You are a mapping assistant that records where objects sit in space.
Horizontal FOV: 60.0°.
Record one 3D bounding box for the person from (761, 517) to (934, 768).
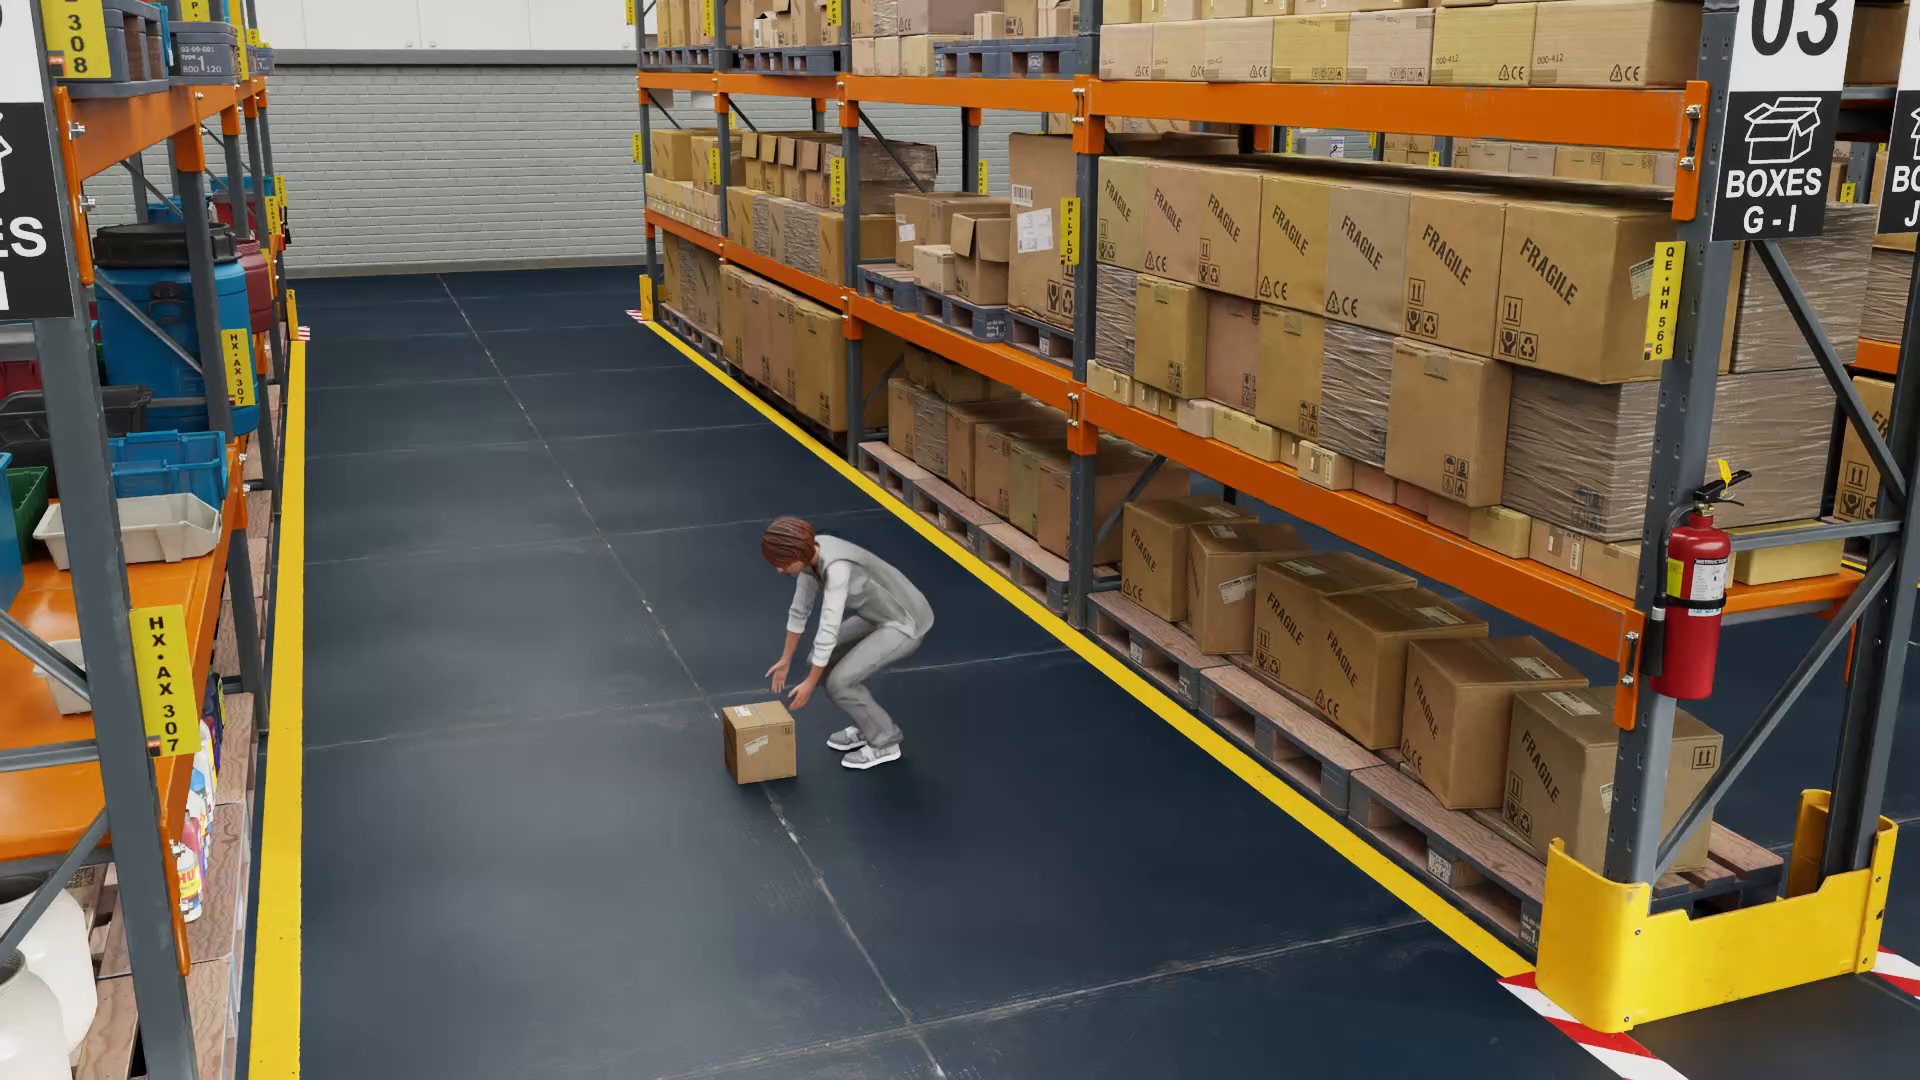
[{"bbox_3d":[-3.684,-4.355,14.811,24.894,6.004,19.232,-6,17,-20],"label":"person"}]
